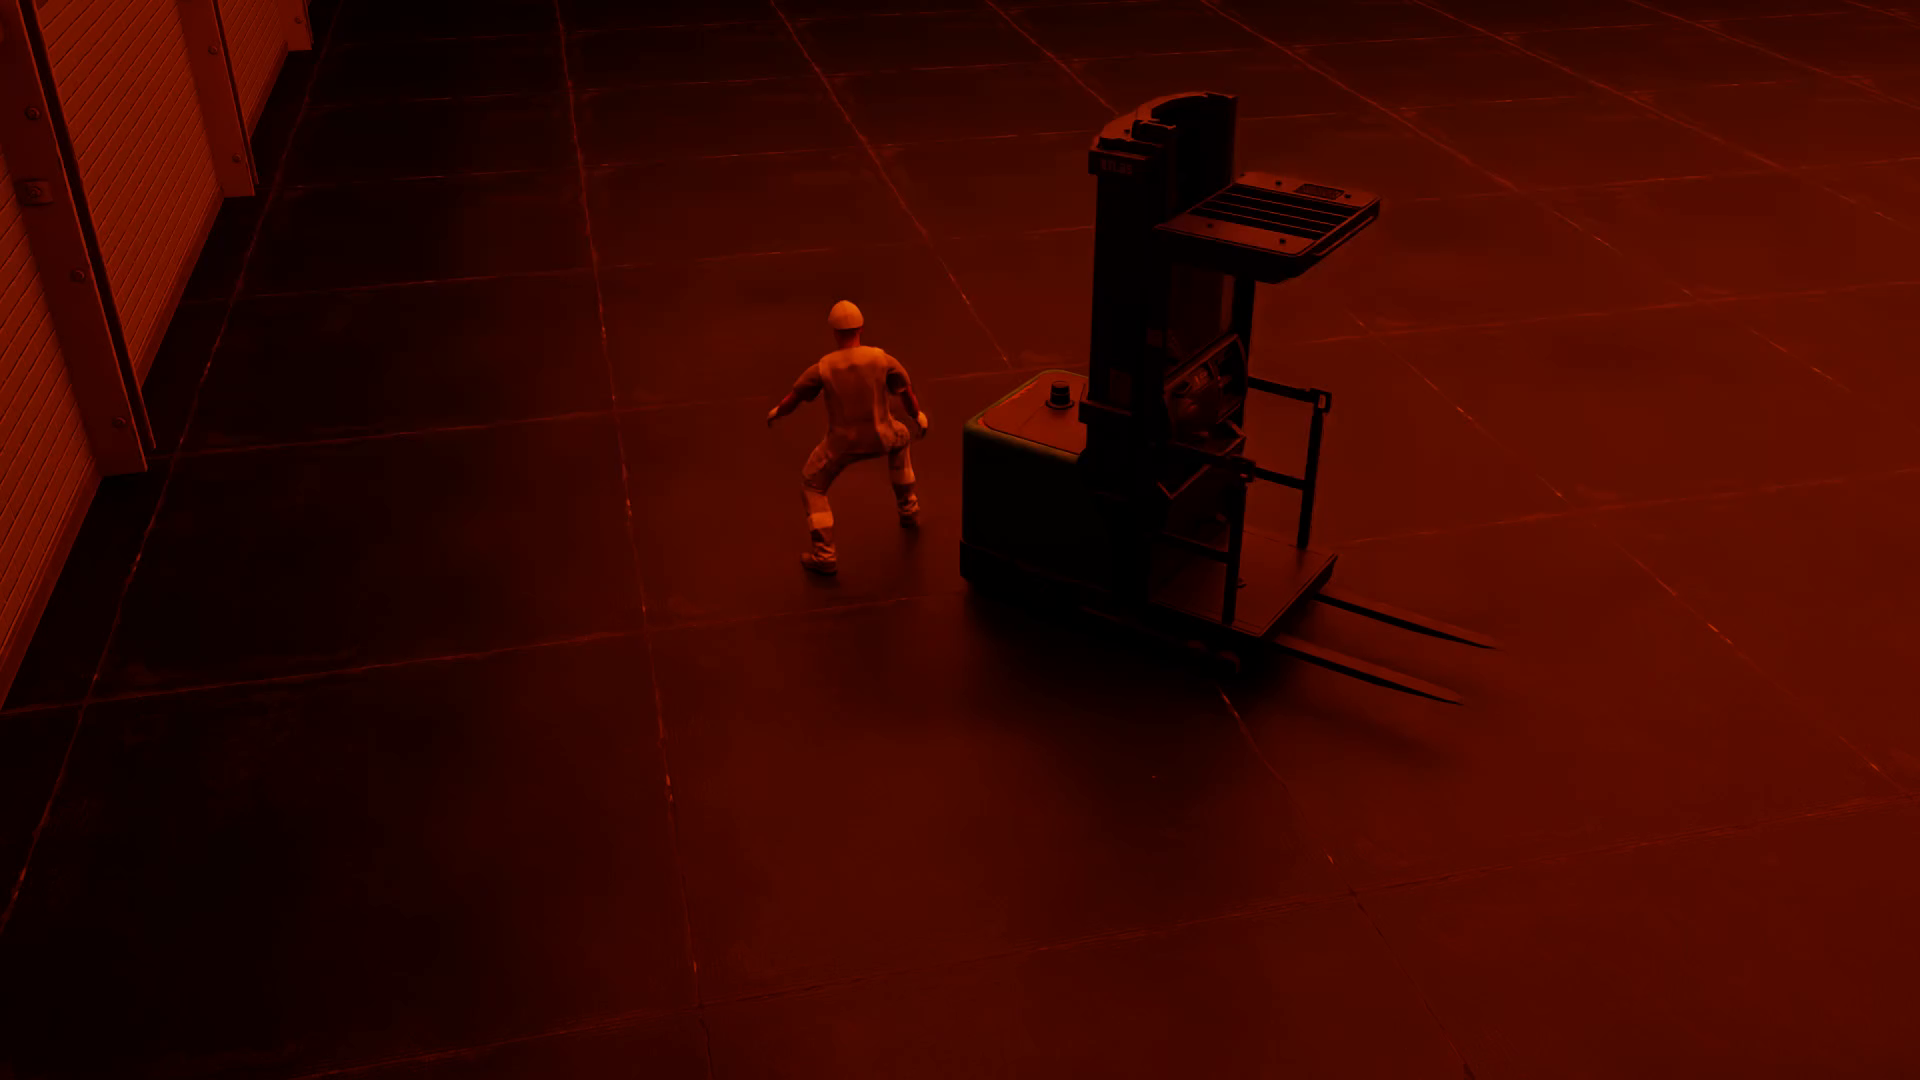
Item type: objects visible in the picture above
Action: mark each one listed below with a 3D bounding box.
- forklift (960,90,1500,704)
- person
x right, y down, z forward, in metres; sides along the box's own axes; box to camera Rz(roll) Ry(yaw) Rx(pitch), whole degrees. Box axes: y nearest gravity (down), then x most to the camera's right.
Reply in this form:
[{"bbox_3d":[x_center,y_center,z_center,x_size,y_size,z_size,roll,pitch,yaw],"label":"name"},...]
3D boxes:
[{"bbox_3d":[1.507,-0.794,8.946,3.031,2.935,1.130,19,35,29],"label":"forklift"},{"bbox_3d":[-0.669,-0.670,10.049,0.979,1.647,0.711,-4,30,-8],"label":"person"}]
